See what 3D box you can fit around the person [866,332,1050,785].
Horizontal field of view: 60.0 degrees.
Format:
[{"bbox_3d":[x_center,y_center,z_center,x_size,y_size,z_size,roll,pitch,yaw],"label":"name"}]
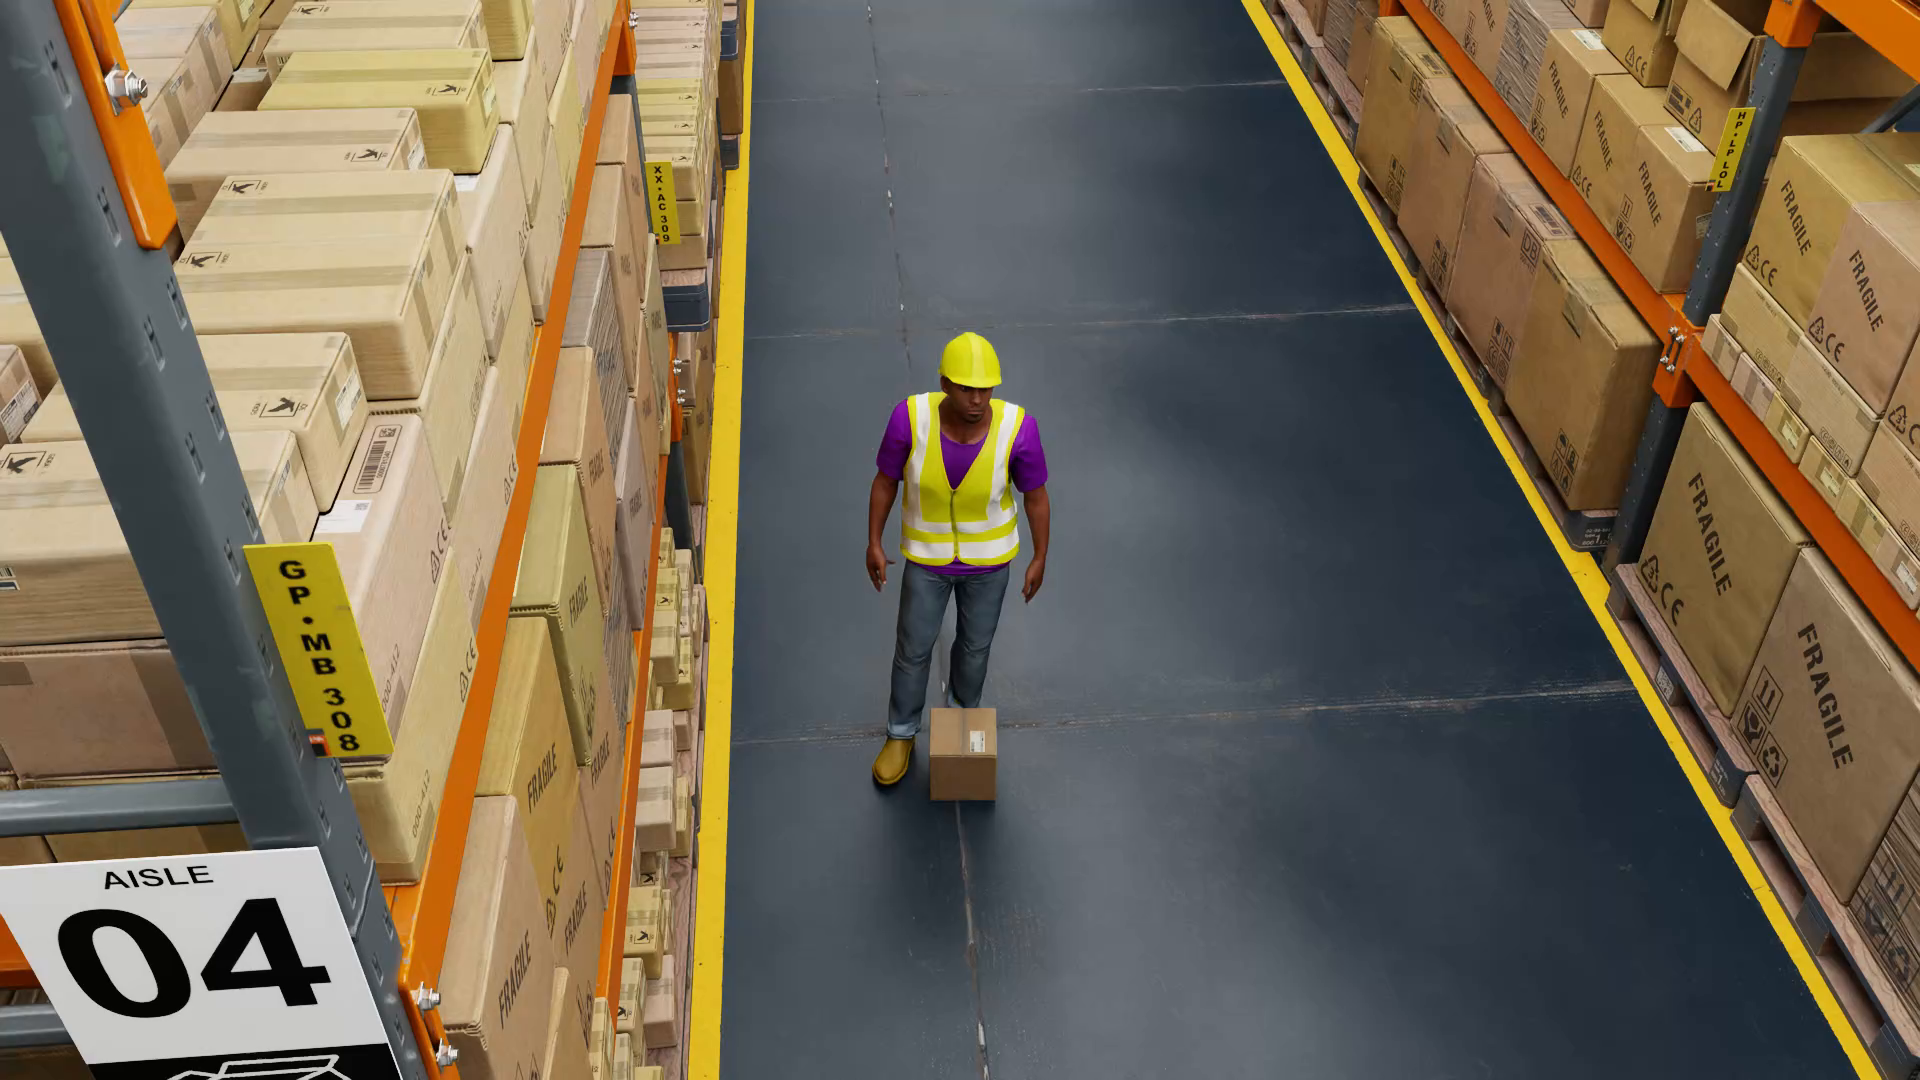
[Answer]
[{"bbox_3d":[-0.011,0.094,6.004,0.665,1.769,0.574,1,39,1],"label":"person"}]
